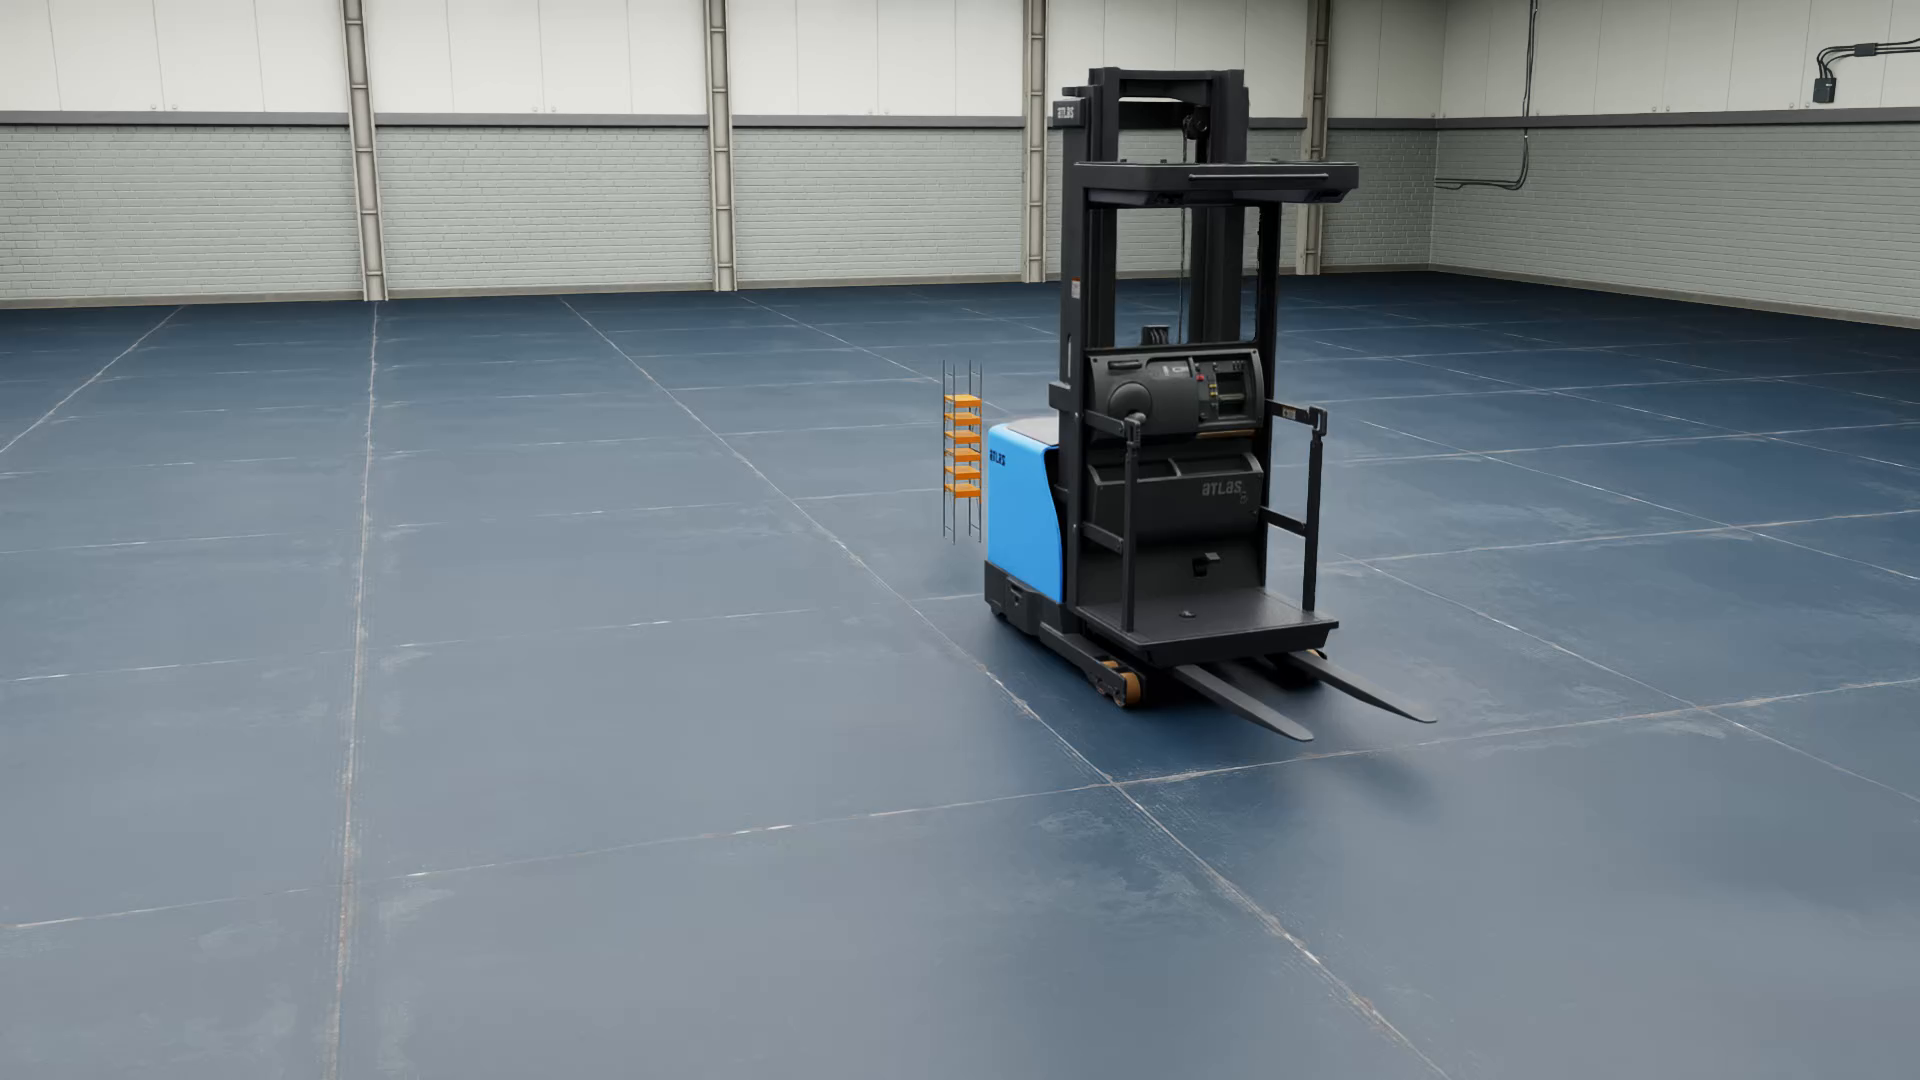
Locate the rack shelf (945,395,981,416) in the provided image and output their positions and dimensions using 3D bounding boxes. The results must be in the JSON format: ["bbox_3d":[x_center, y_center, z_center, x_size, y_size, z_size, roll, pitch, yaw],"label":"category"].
[{"bbox_3d":[0.014,-0.892,10.935,0.180,0.103,0.258,-4,14,-18],"label":"rack shelf"}]

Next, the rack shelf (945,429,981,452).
[{"bbox_3d":[0.014,-0.658,10.991,0.180,0.103,0.258,-4,14,-18],"label":"rack shelf"}]

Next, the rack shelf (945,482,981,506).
[{"bbox_3d":[0.014,-0.308,11.074,0.180,0.103,0.258,-4,14,-18],"label":"rack shelf"}]

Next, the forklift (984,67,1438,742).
[{"bbox_3d":[1.148,-0.748,7.953,1.130,2.935,3.031,-5,14,-21],"label":"forklift"}]

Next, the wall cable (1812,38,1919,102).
[{"bbox_3d":[13.324,-9.305,23.467,0.169,6.003,2.305,-4,14,-18],"label":"wall cable"}]

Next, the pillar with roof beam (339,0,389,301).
[{"bbox_3d":[-8.589,-7.534,23.370,0.400,9.000,9.100,-4,14,-18],"label":"pillar with roof beam"}]

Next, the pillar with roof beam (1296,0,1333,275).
[{"bbox_3d":[8.471,-8.862,28.955,0.400,9.000,9.100,-4,14,-18],"label":"pillar with roof beam"}]

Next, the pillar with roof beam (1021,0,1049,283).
[{"bbox_3d":[2.784,-8.420,27.093,0.400,9.000,9.100,-4,14,-18],"label":"pillar with roof beam"}]

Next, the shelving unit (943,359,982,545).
[{"bbox_3d":[0.014,-0.585,11.008,0.189,1.200,0.258,-4,14,-18],"label":"shelving unit"}]

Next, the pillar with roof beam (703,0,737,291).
[{"bbox_3d":[-2.903,-7.977,25.231,0.400,9.000,9.100,-4,14,-18],"label":"pillar with roof beam"}]

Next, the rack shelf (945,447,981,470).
[{"bbox_3d":[0.014,-0.542,11.019,0.180,0.103,0.258,-4,14,-18],"label":"rack shelf"}]

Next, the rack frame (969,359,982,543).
[{"bbox_3d":[0.100,-0.592,11.037,0.006,1.200,0.240,-4,14,-18],"label":"rack frame"}]

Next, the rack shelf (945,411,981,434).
[{"bbox_3d":[0.014,-0.775,10.963,0.180,0.103,0.258,-4,14,-18],"label":"rack shelf"}]

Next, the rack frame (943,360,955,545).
[{"bbox_3d":[-0.073,-0.578,10.980,0.006,1.200,0.240,-4,14,-18],"label":"rack frame"}]

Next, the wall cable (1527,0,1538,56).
[{"bbox_3d":[11.174,-10.087,29.900,0.112,2.526,3.097,-4,14,-18],"label":"wall cable"}]

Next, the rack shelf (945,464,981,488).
[{"bbox_3d":[0.014,-0.425,11.046,0.180,0.103,0.258,-4,14,-18],"label":"rack shelf"}]

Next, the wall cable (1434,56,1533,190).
[{"bbox_3d":[10.312,-8.223,32.978,0.112,2.526,3.097,-4,14,-18],"label":"wall cable"}]
